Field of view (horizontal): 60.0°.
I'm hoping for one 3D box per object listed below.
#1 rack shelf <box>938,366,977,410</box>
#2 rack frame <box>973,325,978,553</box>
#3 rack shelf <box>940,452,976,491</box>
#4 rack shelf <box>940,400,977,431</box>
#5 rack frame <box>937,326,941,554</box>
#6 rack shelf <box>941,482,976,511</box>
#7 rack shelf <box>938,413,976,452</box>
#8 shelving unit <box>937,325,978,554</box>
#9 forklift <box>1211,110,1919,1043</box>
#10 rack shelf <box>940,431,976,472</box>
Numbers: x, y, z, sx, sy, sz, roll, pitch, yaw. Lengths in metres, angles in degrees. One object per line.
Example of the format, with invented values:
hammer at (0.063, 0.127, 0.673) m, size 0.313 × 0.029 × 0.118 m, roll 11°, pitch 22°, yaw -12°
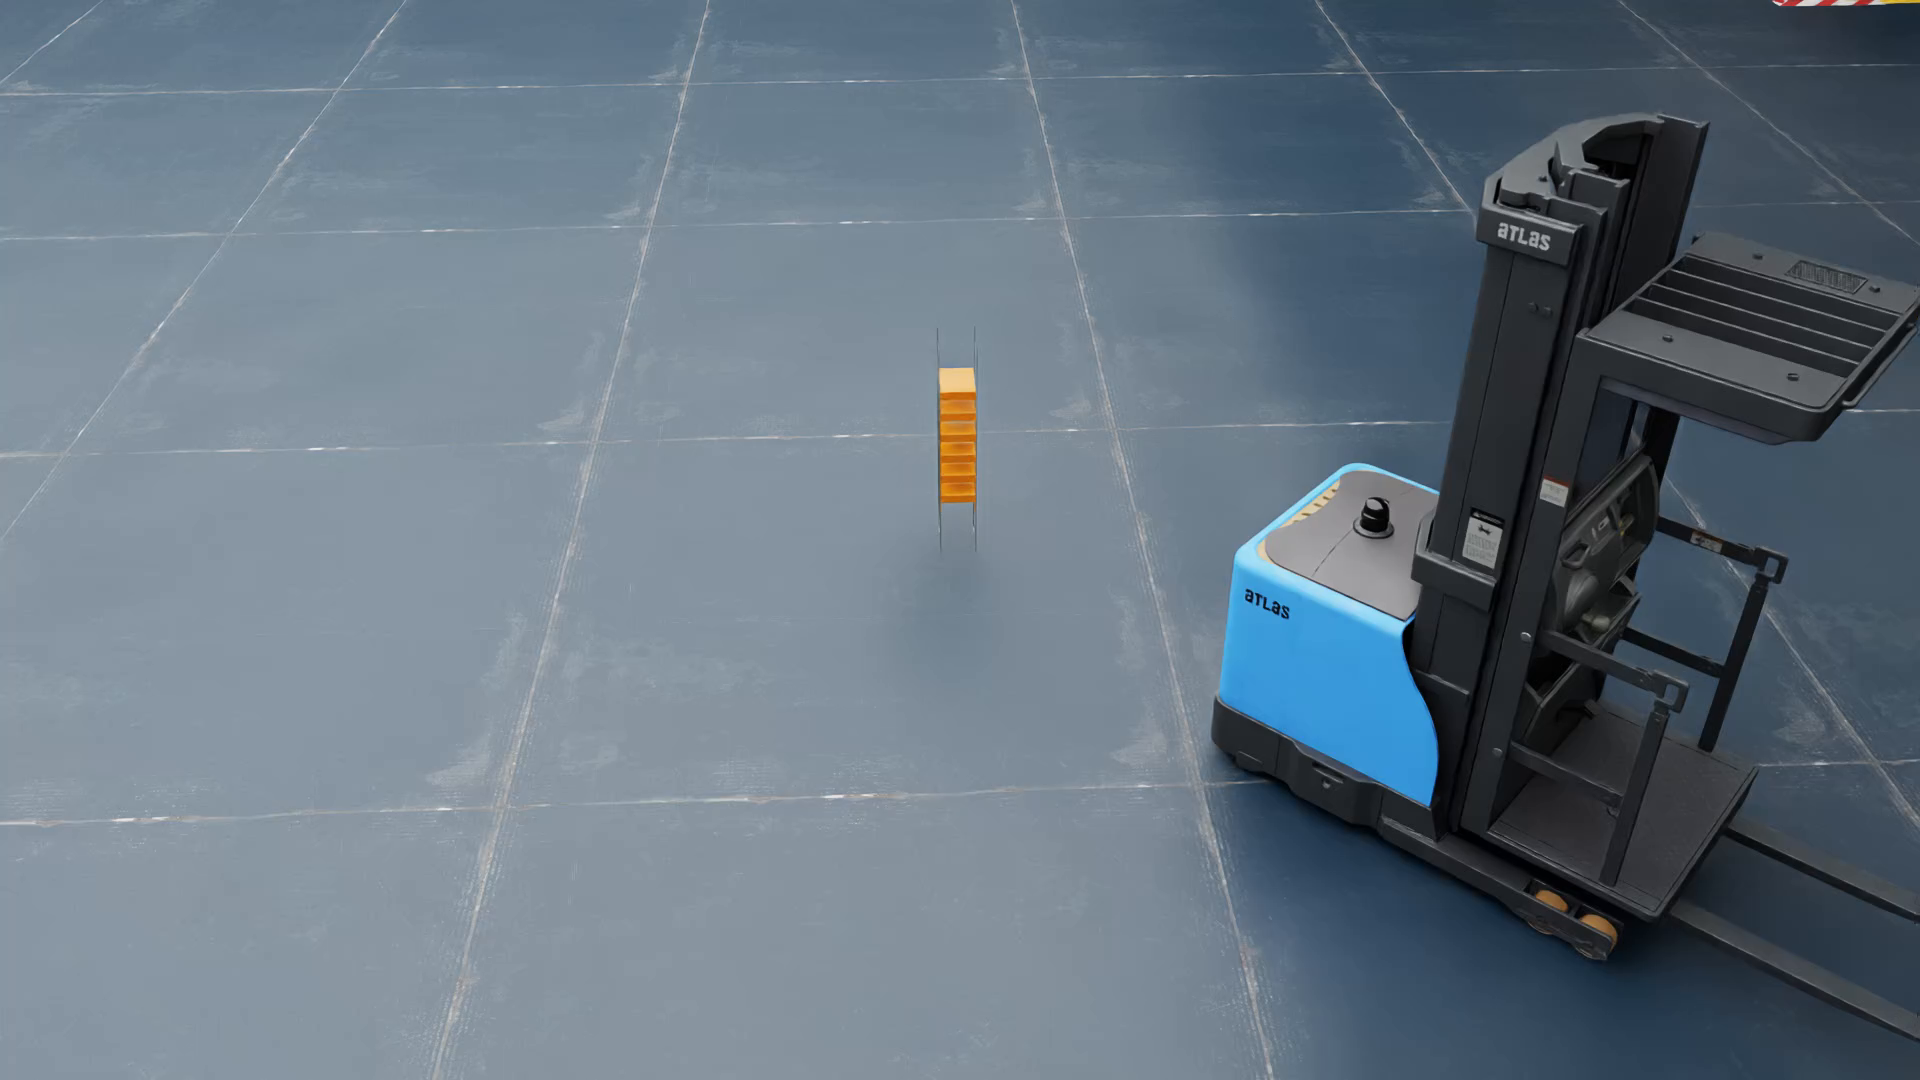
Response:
rack shelf at (-0.014, -0.752, 8.228) m, size 0.180 × 0.103 × 0.258 m, roll -2°, pitch 35°, yaw -2°
rack frame at (0.077, -0.495, 8.412) m, size 0.006 × 1.200 × 0.240 m, roll -2°, pitch 35°, yaw -2°
rack shelf at (-0.014, -0.358, 8.502) m, size 0.180 × 0.103 × 0.258 m, roll -2°, pitch 35°, yaw -2°
rack shelf at (-0.014, -0.654, 8.297) m, size 0.180 × 0.103 × 0.258 m, roll -2°, pitch 35°, yaw -2°
rack frame at (-0.106, -0.491, 8.404) m, size 0.006 × 1.200 × 0.240 m, roll -2°, pitch 35°, yaw -2°
rack shelf at (-0.014, -0.259, 8.570) m, size 0.180 × 0.103 × 0.258 m, roll -2°, pitch 35°, yaw -2°
rack shelf at (-0.014, -0.555, 8.365) m, size 0.180 × 0.103 × 0.258 m, roll -2°, pitch 35°, yaw -2°
shelving unit at (-0.014, -0.493, 8.408) m, size 0.189 × 1.200 × 0.258 m, roll -2°, pitch 35°, yaw -2°
forklift at (2.556, 0.068, 6.076) m, size 3.031 × 2.935 × 1.130 m, roll 26°, pitch 42°, yaw 32°
rack shelf at (-0.014, -0.456, 8.433) m, size 0.180 × 0.103 × 0.258 m, roll -2°, pitch 35°, yaw -2°
